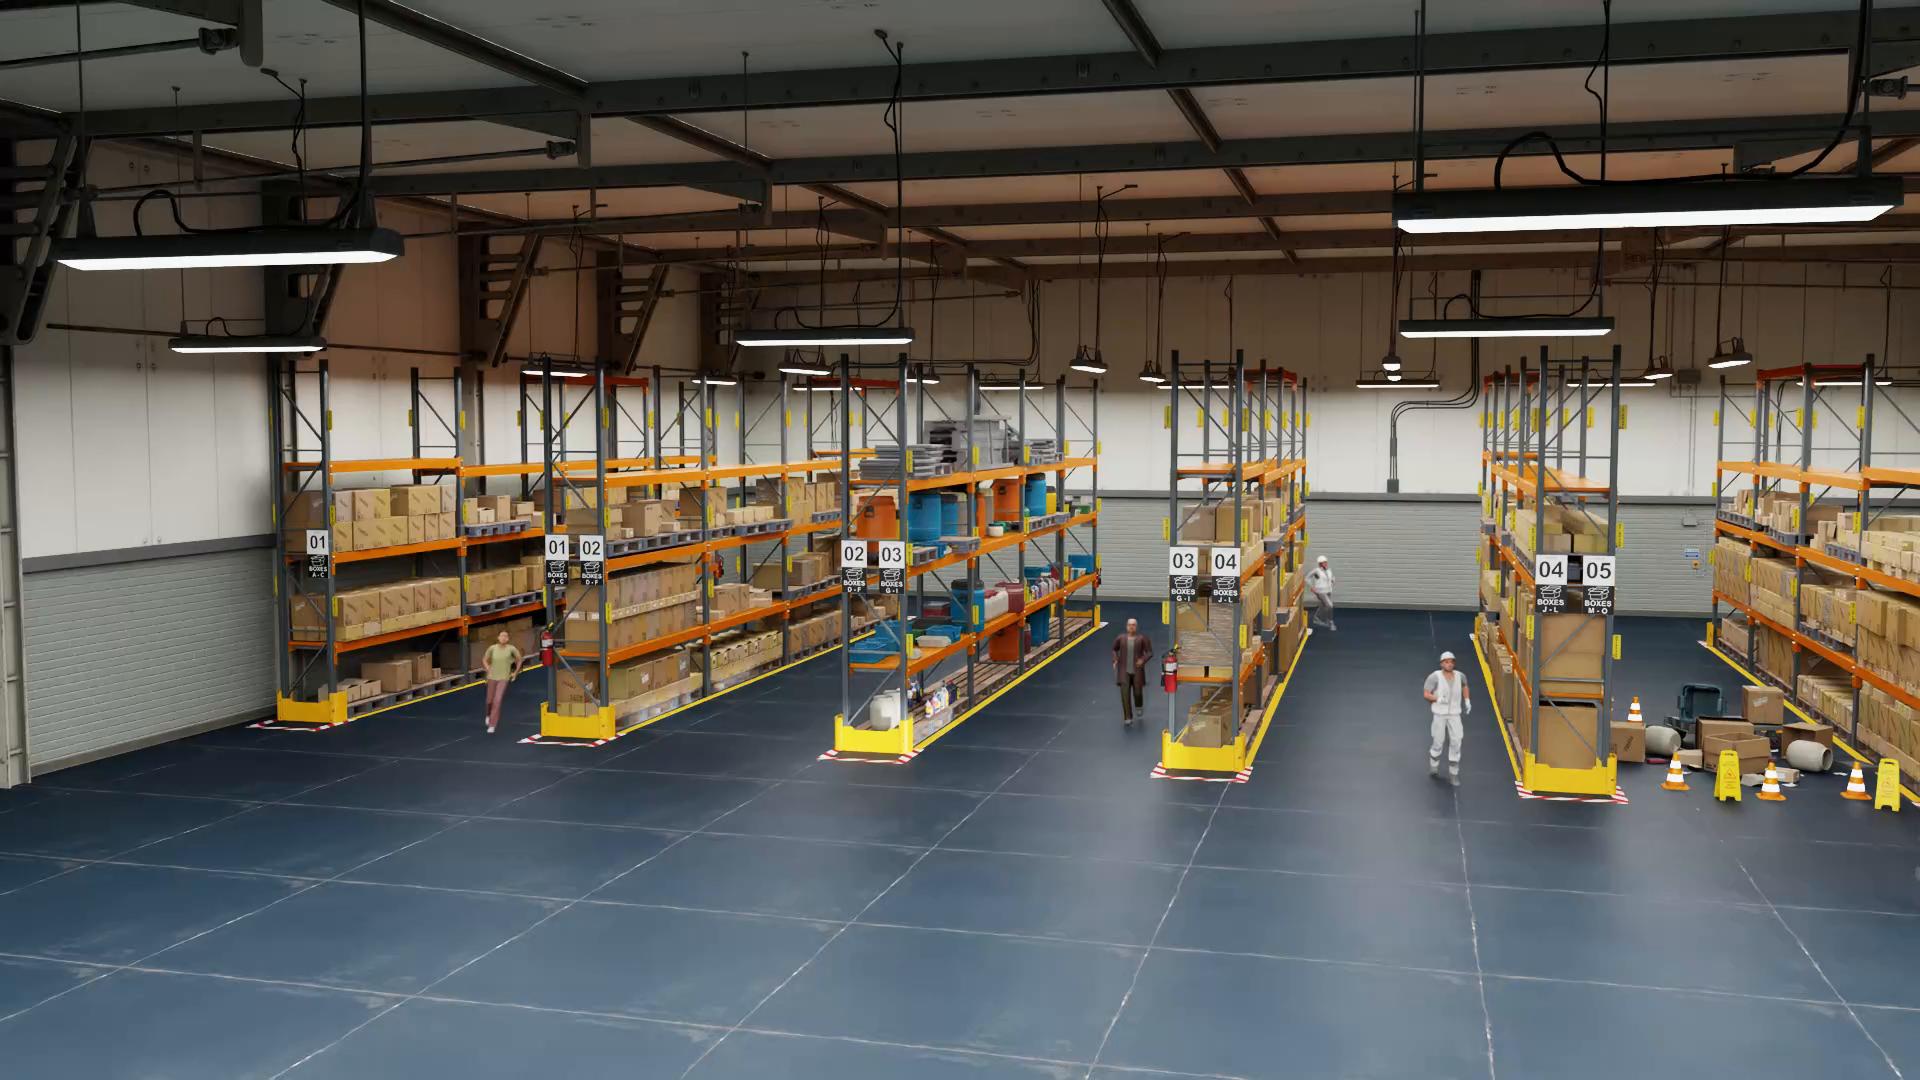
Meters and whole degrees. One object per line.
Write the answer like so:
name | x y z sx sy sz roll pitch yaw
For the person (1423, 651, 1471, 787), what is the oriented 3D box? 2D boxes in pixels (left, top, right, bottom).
person | 6.744 2.460 23.044 0.681 1.857 0.785 0 4 2

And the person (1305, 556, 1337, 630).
person | 8.670 1.271 39.866 0.696 1.811 0.747 -3 5 -36

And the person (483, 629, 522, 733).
person | -7.395 2.247 26.866 0.622 1.638 0.776 -1 4 -8

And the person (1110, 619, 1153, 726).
person | 2.820 2.163 27.422 0.715 1.733 0.813 1 4 13
